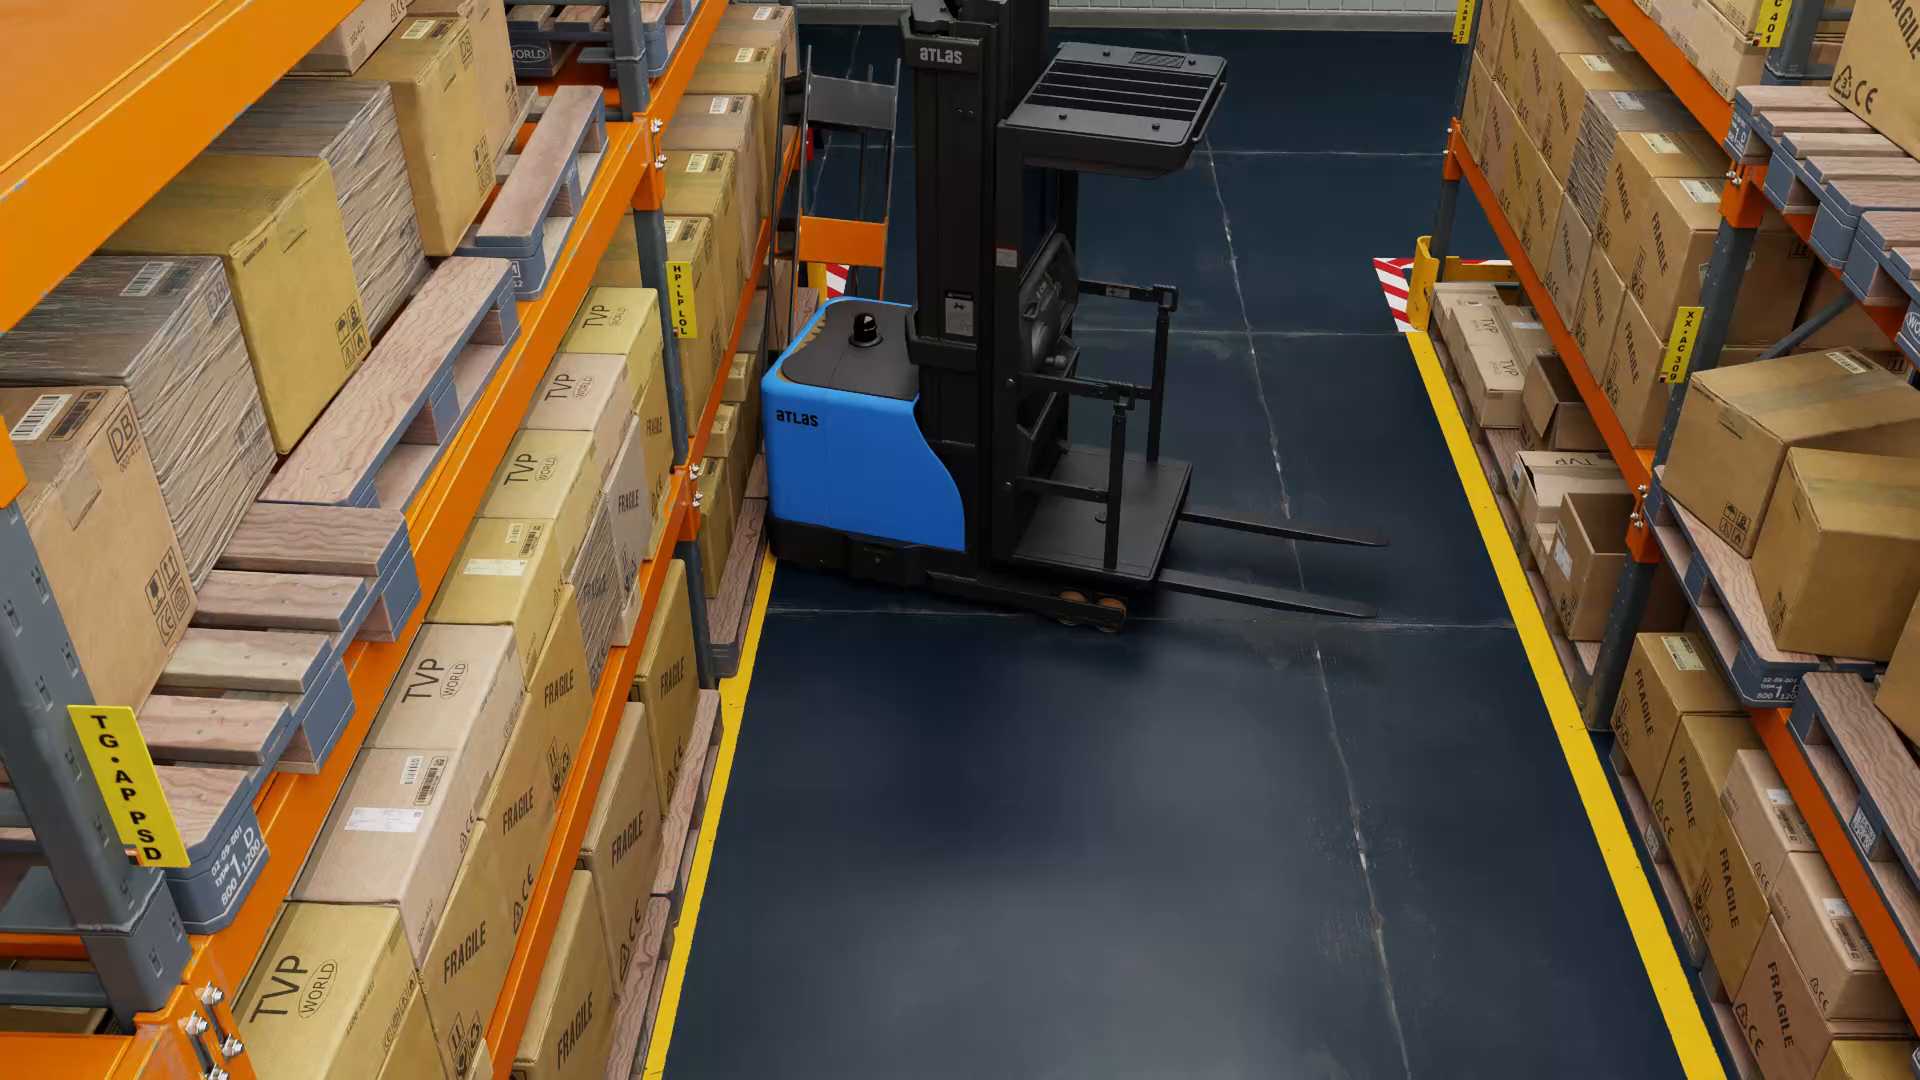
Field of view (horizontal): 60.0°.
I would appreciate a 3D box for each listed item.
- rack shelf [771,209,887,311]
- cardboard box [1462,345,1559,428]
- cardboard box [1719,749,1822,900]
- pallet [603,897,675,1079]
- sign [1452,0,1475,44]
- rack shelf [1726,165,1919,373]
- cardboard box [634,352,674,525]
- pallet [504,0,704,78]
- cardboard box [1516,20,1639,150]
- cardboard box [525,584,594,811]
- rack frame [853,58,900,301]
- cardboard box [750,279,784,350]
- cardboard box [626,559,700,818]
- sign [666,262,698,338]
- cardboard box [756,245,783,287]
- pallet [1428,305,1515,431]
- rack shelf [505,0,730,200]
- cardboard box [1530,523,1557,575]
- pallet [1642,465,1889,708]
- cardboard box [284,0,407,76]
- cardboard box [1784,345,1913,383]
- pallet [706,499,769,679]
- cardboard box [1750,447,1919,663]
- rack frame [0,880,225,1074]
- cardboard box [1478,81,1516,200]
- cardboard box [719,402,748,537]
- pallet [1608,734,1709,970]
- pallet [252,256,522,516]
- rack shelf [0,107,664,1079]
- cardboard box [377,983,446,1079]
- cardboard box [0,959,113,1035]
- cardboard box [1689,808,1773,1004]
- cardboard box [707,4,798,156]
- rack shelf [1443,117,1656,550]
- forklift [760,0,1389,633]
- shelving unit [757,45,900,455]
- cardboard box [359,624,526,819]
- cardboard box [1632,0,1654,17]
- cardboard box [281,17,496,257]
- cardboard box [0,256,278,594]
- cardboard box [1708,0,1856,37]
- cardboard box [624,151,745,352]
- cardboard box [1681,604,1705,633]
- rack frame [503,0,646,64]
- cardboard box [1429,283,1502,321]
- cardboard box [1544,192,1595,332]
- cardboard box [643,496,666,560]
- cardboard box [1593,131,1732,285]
[{"bbox_3d":[-0.703,-1.458,8.761,0.480,0.518,0.431,0,9,-26],"label":"rack shelf"},{"bbox_3d":[3.136,-0.859,9.319,0.500,0.250,0.500,1,35,2],"label":"cardboard box"},{"bbox_3d":[3.018,0.996,5.809,0.500,0.250,0.500,1,35,2],"label":"cardboard box"},{"bbox_3d":[-1.631,1.790,5.966,1.003,0.211,1.213,1,35,2],"label":"pallet"},{"bbox_3d":[2.939,-3.051,9.676,0.100,0.325,0.005,1,35,2],"label":"sign"},{"bbox_3d":[3.241,-0.171,4.347,1.077,0.370,4.000,1,35,2],"label":"rack shelf"},{"bbox_3d":[-1.396,-0.399,6.291,0.500,0.500,0.500,1,35,1],"label":"cardboard box"},{"bbox_3d":[-1.586,-2.160,6.628,1.003,0.211,1.213,1,35,2],"label":"pallet"},{"bbox_3d":[3.162,-2.298,8.400,0.500,0.500,0.500,2,35,3],"label":"cardboard box"},{"bbox_3d":[-1.450,0.470,5.055,0.500,0.500,0.500,2,35,3],"label":"cardboard box"},{"bbox_3d":[-0.483,-1.470,8.867,0.015,2.100,0.400,0,9,-26],"label":"rack frame"},{"bbox_3d":[-1.417,-1.254,9.680,0.700,0.500,0.500,1,35,2],"label":"cardboard box"},{"bbox_3d":[-1.525,0.585,6.759,0.750,0.750,0.750,2,35,2],"label":"cardboard box"},{"bbox_3d":[-1.086,-0.933,6.477,0.100,0.325,0.005,1,35,2],"label":"sign"},{"bbox_3d":[-1.229,-1.582,9.583,0.380,0.149,0.250,2,35,3],"label":"cardboard box"},{"bbox_3d":[3.447,-1.042,9.995,1.003,0.211,1.213,1,35,2],"label":"pallet"},{"bbox_3d":[-1.549,-2.581,7.776,1.077,0.370,4.000,1,35,2],"label":"rack shelf"},{"bbox_3d":[3.015,0.049,8.114,0.380,0.149,0.250,1,35,2],"label":"cardboard box"},{"bbox_3d":[3.180,0.148,6.043,1.003,0.211,1.213,1,35,2],"label":"pallet"},{"bbox_3d":[-1.803,-1.434,4.397,0.500,0.250,0.500,0,35,0],"label":"cardboard box"},{"bbox_3d":[3.614,-0.714,7.016,0.500,0.500,0.500,2,35,3],"label":"cardboard box"},{"bbox_3d":[-1.520,0.207,8.218,1.003,0.211,1.213,1,35,2],"label":"pallet"},{"bbox_3d":[3.114,0.064,5.544,0.700,0.500,0.500,7,36,9],"label":"cardboard box"},{"bbox_3d":[-1.790,1.799,3.527,1.000,3.000,0.127,1,35,2],"label":"rack frame"},{"bbox_3d":[3.185,-2.180,9.102,0.500,0.500,0.500,1,35,1],"label":"cardboard box"},{"bbox_3d":[-1.473,-0.364,8.414,0.700,0.500,0.500,1,35,1],"label":"cardboard box"},{"bbox_3d":[3.326,1.222,6.773,1.003,0.211,1.213,1,35,2],"label":"pallet"},{"bbox_3d":[-1.775,-0.365,4.161,1.003,0.211,1.213,3,35,4],"label":"pallet"},{"bbox_3d":[-1.709,-0.283,4.506,1.077,0.370,4.000,1,35,2],"label":"rack shelf"},{"bbox_3d":[-1.514,1.355,3.796,0.500,0.500,0.500,2,35,3],"label":"cardboard box"},{"bbox_3d":[-2.031,1.055,3.571,0.500,0.250,0.500,2,35,3],"label":"cardboard box"},{"bbox_3d":[3.020,1.322,5.997,0.500,0.500,0.500,2,35,2],"label":"cardboard box"},{"bbox_3d":[-1.479,-2.627,9.563,0.980,0.700,0.700,3,35,4],"label":"cardboard box"},{"bbox_3d":[3.401,-1.241,8.479,1.077,0.370,4.000,1,35,2],"label":"rack shelf"},{"bbox_3d":[0.602,-1.093,7.702,3.031,2.935,1.130,10,36,14],"label":"forklift"},{"bbox_3d":[-0.702,-1.472,8.759,0.503,2.100,0.431,0,9,-26],"label":"shelving unit"},{"bbox_3d":[-1.477,0.471,4.402,0.500,0.250,0.500,2,35,2],"label":"cardboard box"},{"bbox_3d":[3.117,-2.413,7.042,0.500,0.250,0.500,1,35,2],"label":"cardboard box"},{"bbox_3d":[-1.732,-1.123,4.606,0.700,0.500,0.500,1,35,1],"label":"cardboard box"},{"bbox_3d":[-1.859,-0.235,3.342,0.700,0.500,0.500,0,35,-1],"label":"cardboard box"},{"bbox_3d":[3.069,-2.043,6.081,0.500,0.250,0.500,1,35,2],"label":"cardboard box"},{"bbox_3d":[-1.556,-1.352,7.750,0.980,0.700,0.700,0,35,1],"label":"cardboard box"},{"bbox_3d":[3.554,0.297,7.620,0.500,0.311,0.500,1,35,2],"label":"cardboard box"},{"bbox_3d":[-1.629,-2.953,5.072,1.000,3.000,0.127,1,35,2],"label":"rack frame"},{"bbox_3d":[3.121,-1.466,10.269,0.380,0.149,0.250,1,35,2],"label":"cardboard box"},{"bbox_3d":[3.122,-1.312,7.867,0.500,0.500,0.500,2,35,3],"label":"cardboard box"},{"bbox_3d":[-1.346,-0.058,6.371,0.380,0.149,0.250,2,35,3],"label":"cardboard box"},{"bbox_3d":[3.100,-1.428,7.162,0.500,0.500,0.500,1,35,1],"label":"cardboard box"}]
